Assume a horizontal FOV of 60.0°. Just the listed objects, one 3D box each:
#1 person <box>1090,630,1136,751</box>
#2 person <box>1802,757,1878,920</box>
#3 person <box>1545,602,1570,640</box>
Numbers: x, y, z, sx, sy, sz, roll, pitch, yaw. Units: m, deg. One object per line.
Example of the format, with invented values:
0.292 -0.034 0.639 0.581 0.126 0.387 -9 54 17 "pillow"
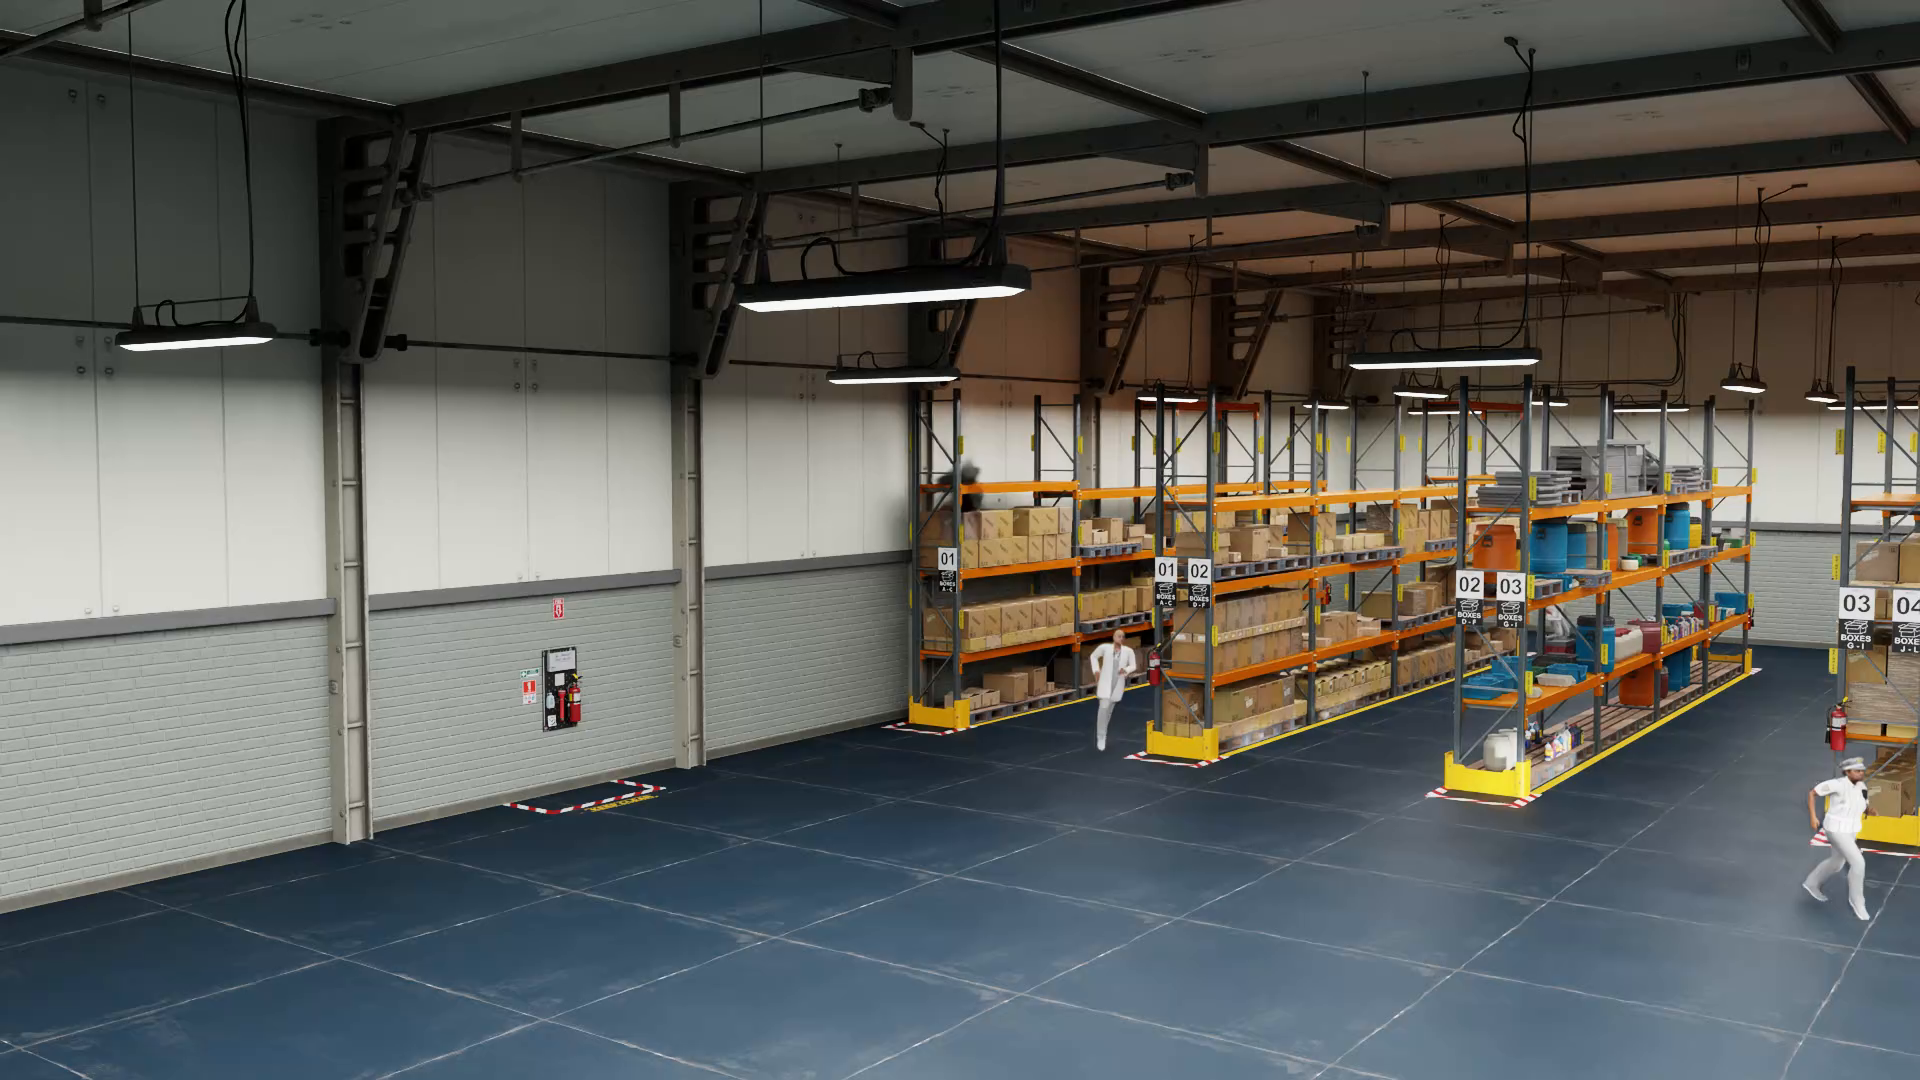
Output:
2.461 2.366 26.530 0.674 1.879 0.744 -1 3 -12 "person"
9.434 3.153 17.851 0.599 1.735 0.845 -1 4 -24 "person"
14.310 1.882 40.014 0.696 1.706 0.600 -2 4 -33 "person"
